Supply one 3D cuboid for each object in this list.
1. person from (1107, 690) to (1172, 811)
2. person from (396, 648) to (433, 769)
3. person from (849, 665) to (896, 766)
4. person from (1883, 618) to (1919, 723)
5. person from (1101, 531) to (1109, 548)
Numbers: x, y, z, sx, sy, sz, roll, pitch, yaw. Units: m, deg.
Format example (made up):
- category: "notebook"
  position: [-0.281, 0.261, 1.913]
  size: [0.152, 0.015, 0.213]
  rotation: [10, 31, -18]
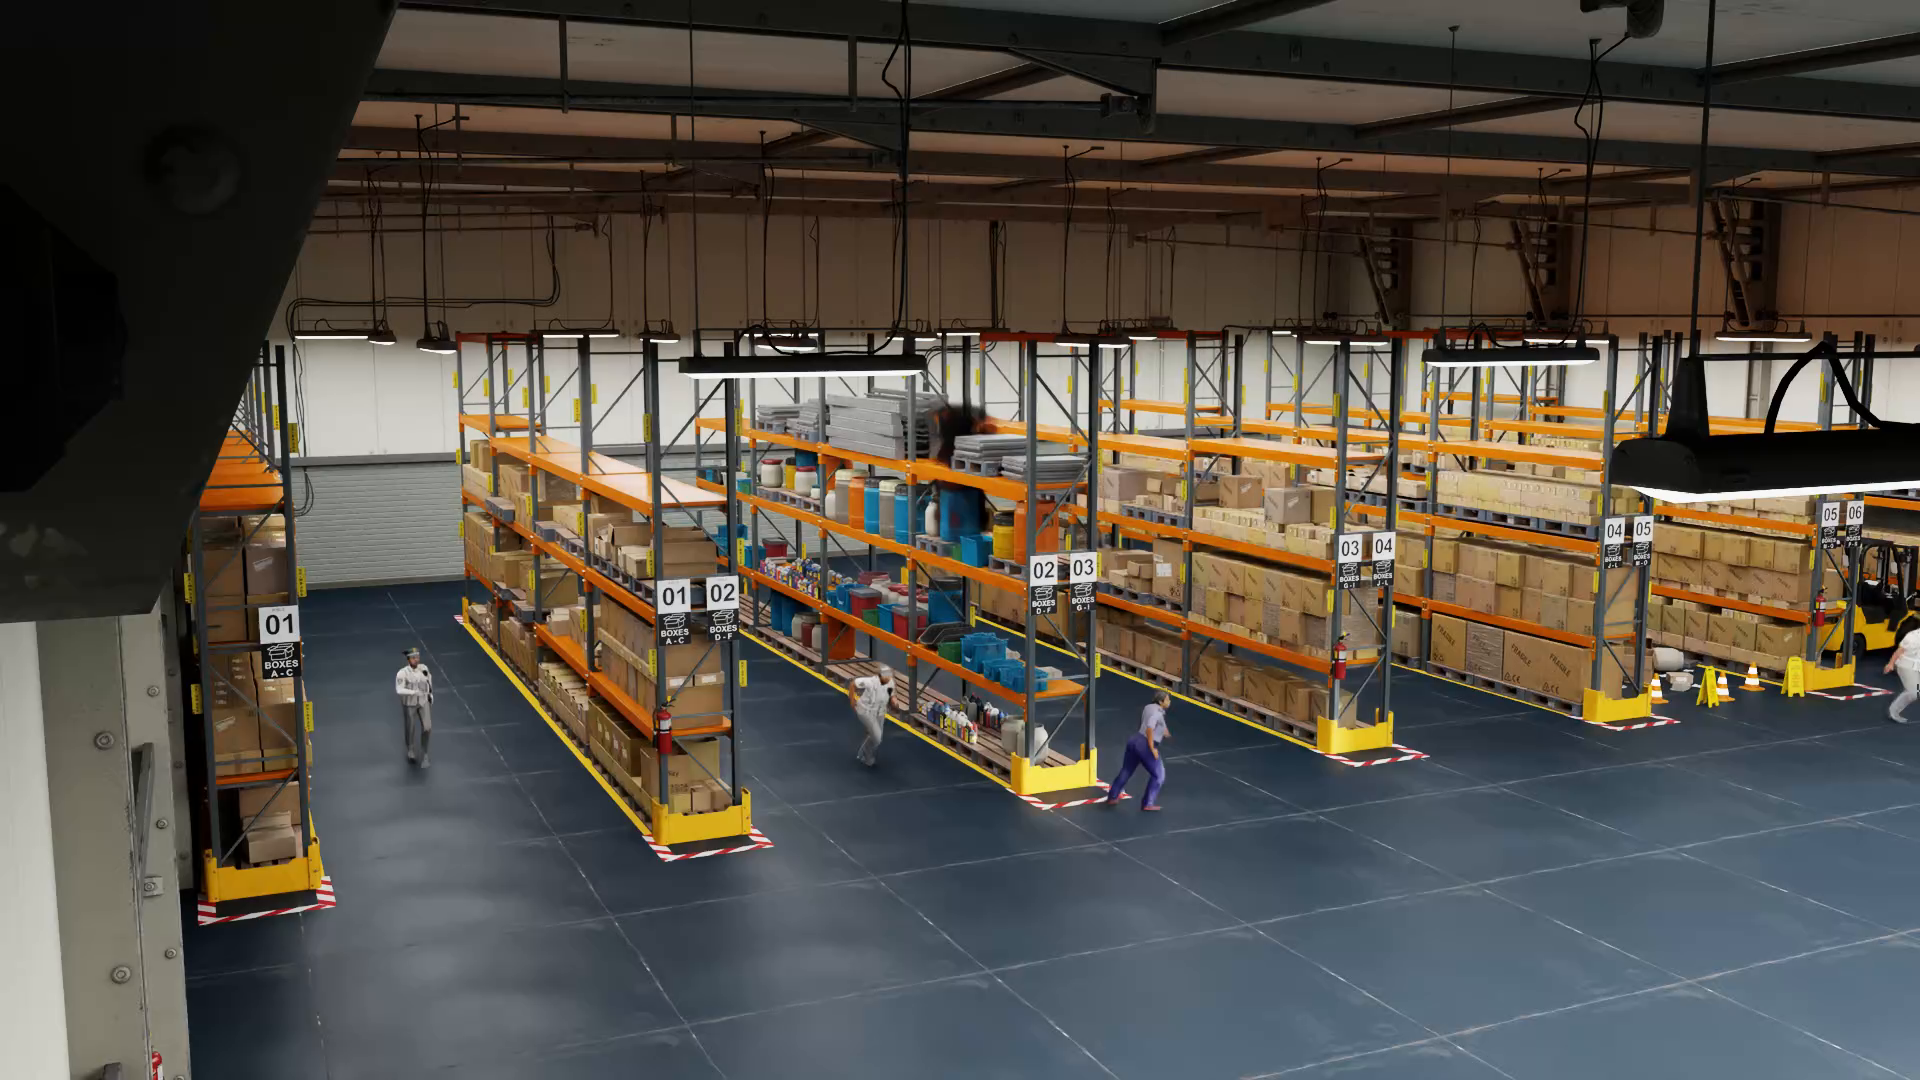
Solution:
- category: "person"
  position: [2.352, 2.705, 21.403]
  size: [0.865, 1.564, 0.668]
  rotation: [-3, 8, -23]
- category: "person"
  position: [-7.664, 2.352, 23.419]
  size: [0.554, 1.738, 0.799]
  rotation: [-4, 9, -30]
- category: "person"
  position: [-1.235, 2.449, 23.282]
  size: [0.647, 1.506, 0.882]
  rotation: [-6, 9, -36]
- category: "person"
  position: [14.833, 2.016, 25.876]
  size: [0.665, 1.709, 0.656]
  rotation: [-5, 9, -34]
- category: "person"
  position: [3.546, -0.239, 42.524]
  size: [0.829, 1.733, 0.585]
  rotation: [-6, 10, -37]
